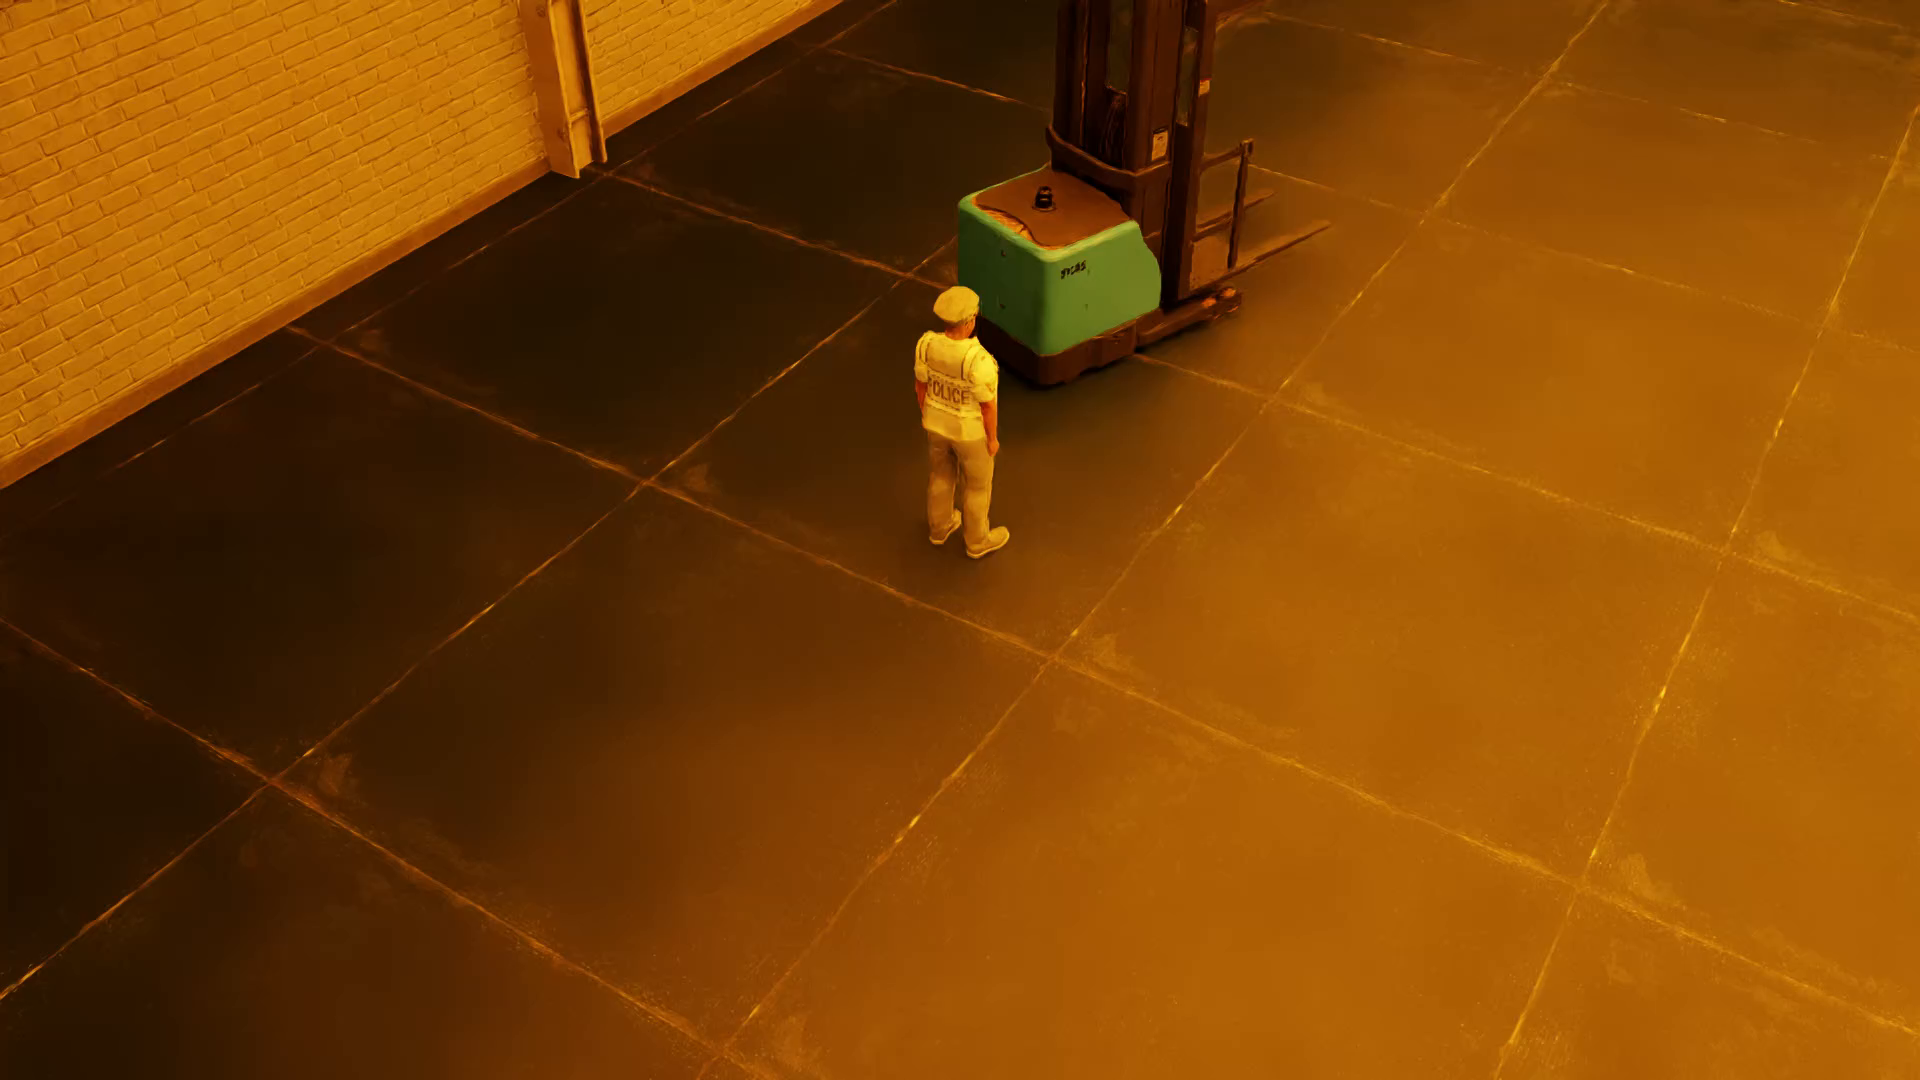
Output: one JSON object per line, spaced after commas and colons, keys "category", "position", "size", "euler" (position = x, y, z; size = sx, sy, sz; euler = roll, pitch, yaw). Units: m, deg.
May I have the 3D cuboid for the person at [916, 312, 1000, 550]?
{"category": "person", "position": [-42230.973, -17314.814, 20441.196], "size": [100014.159, 2.667, 24.966], "euler": [22, 45, 24]}

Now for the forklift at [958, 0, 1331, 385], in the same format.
{"category": "forklift", "position": [1.447, -2.960, 11.460], "size": [3.031, 2.935, 1.130], "euler": [-26, 47, -28]}
